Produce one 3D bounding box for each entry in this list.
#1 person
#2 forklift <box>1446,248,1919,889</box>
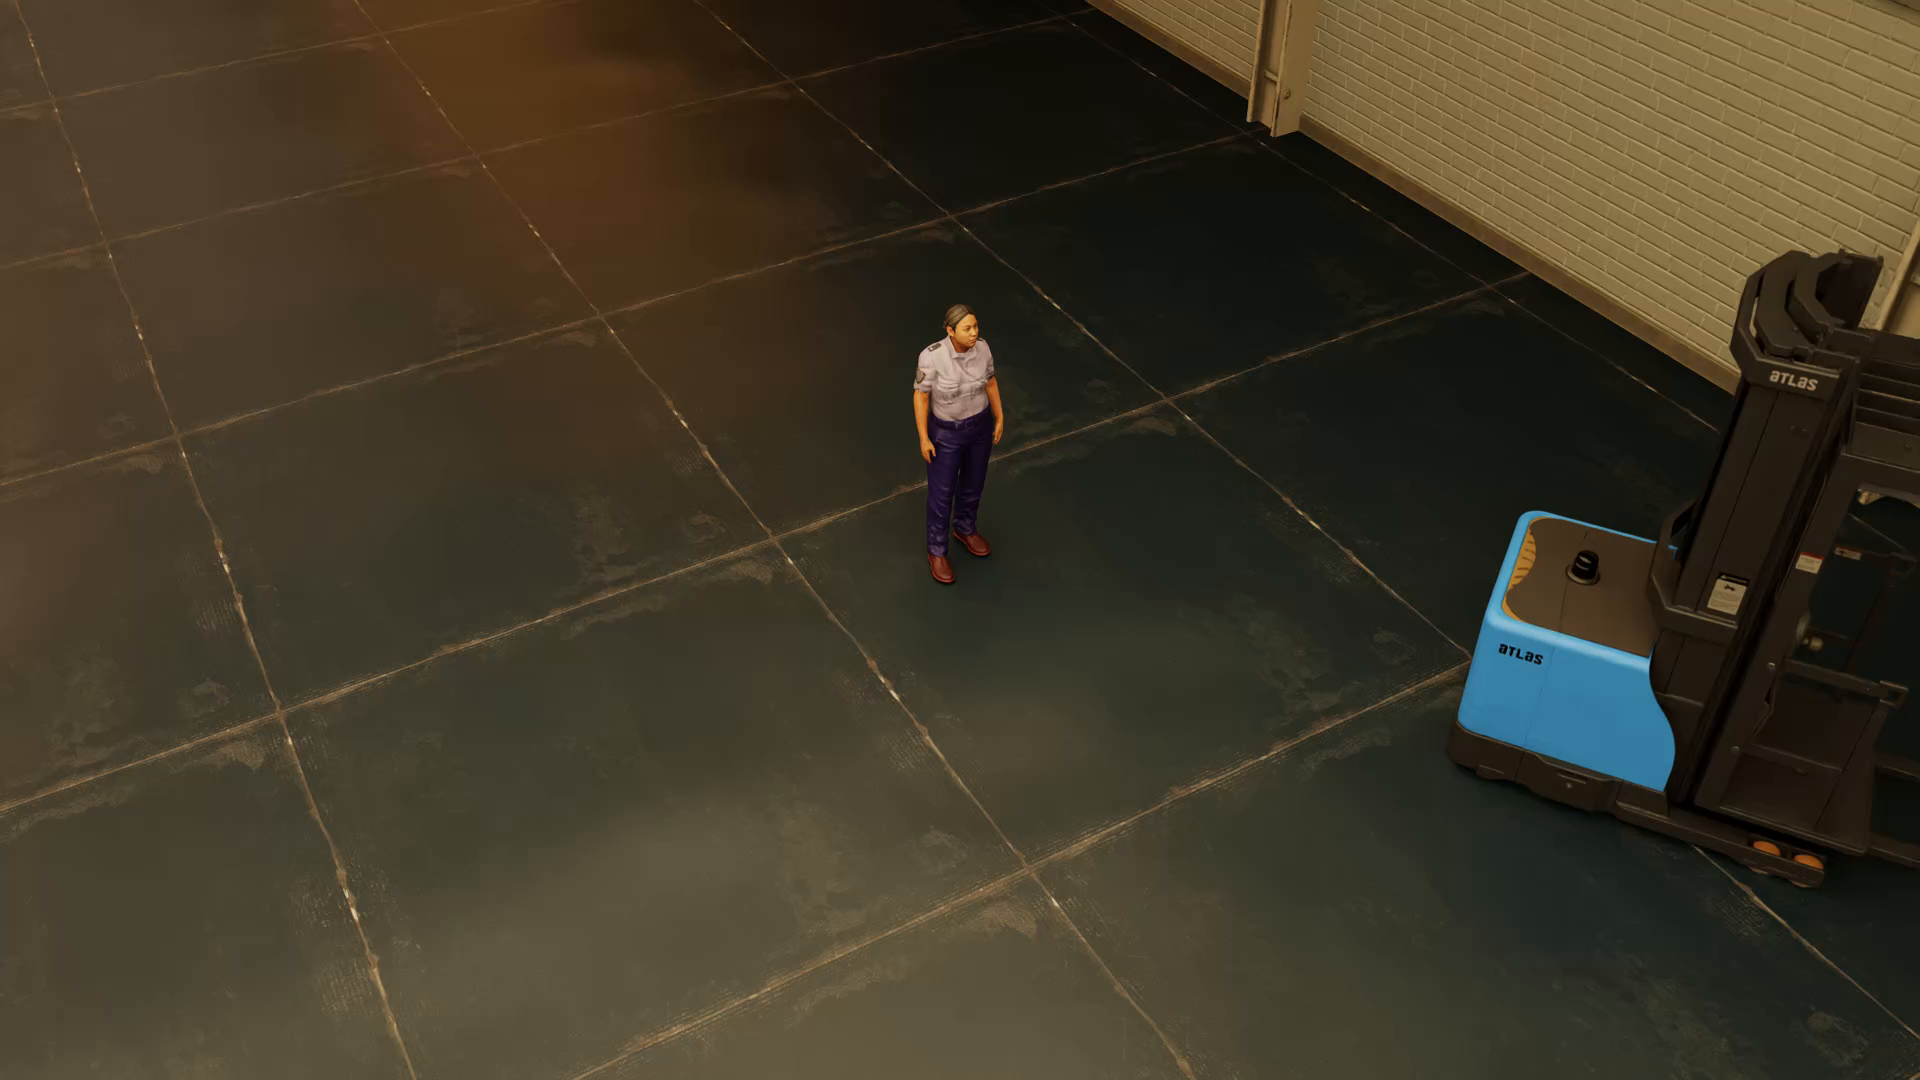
[{"bbox_3d":[0.019,-0.582,9.730,0.585,1.651,0.503,-20,44,-23],"label":"person"},{"bbox_3d":[4.149,0.206,7.788,3.031,2.935,1.130,17,43,20],"label":"forklift"}]
